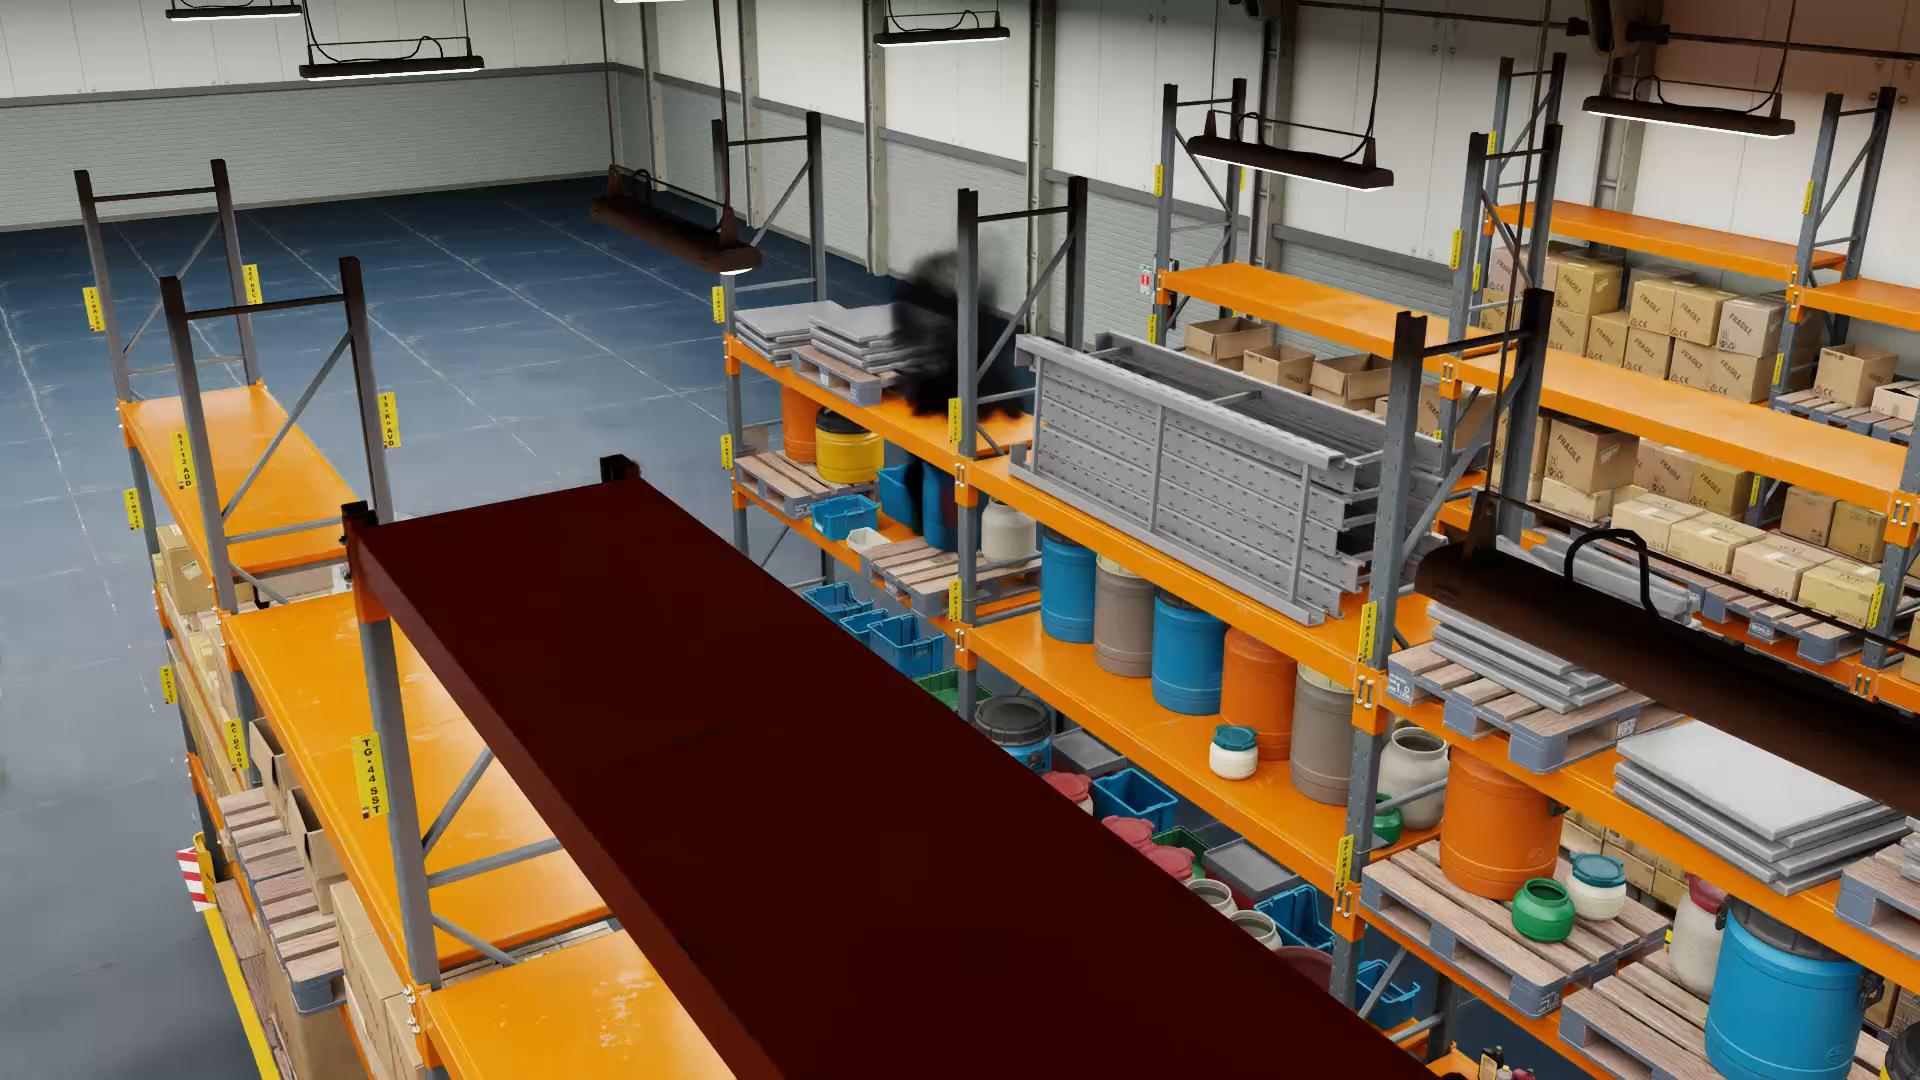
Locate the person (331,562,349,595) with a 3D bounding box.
[{"bbox_3d":[-6.741,0.571,17.618,0.682,1.756,0.634,-1,22,-1],"label":"person"}]
